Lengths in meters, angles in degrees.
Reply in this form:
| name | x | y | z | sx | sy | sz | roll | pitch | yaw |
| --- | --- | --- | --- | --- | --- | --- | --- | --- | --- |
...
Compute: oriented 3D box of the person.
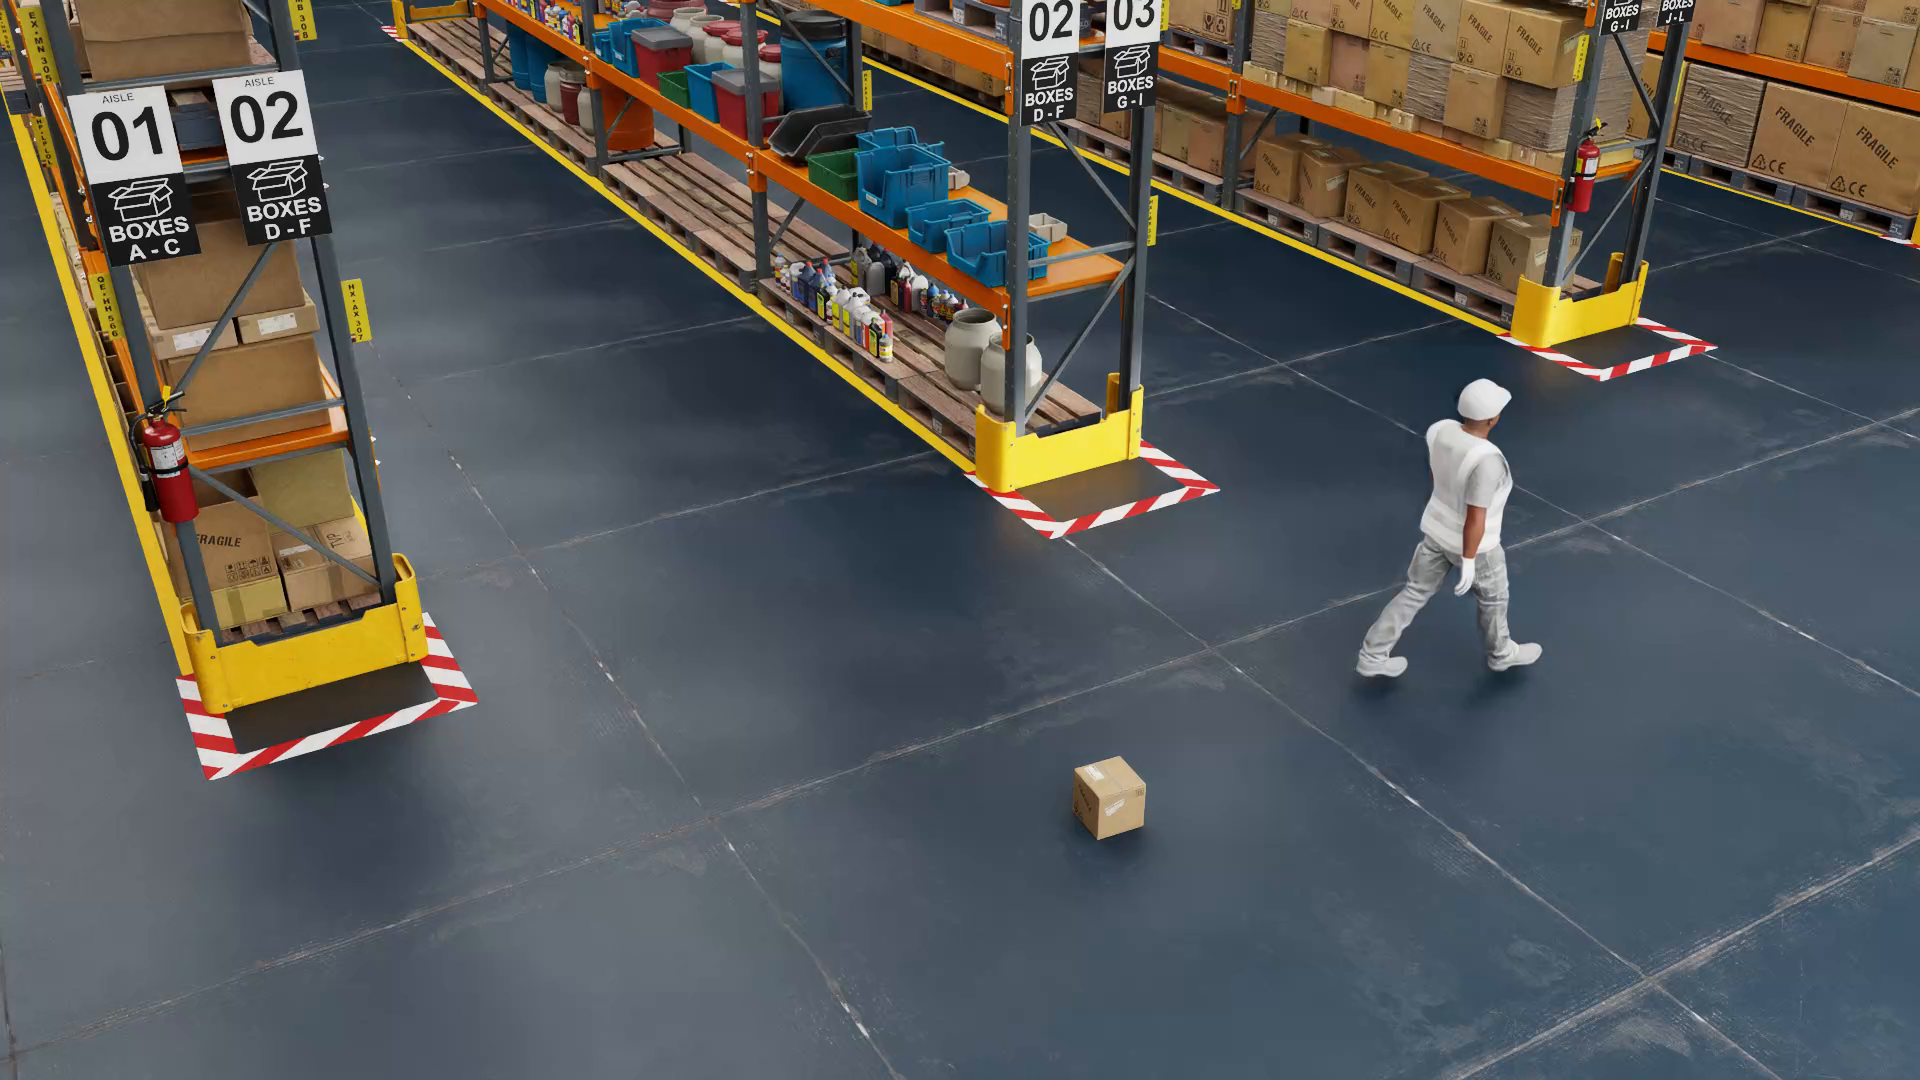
| name | x | y | z | sx | sy | sz | roll | pitch | yaw |
| --- | --- | --- | --- | --- | --- | --- | --- | --- | --- |
| person | 2.639 | -0.053 | 8.642 | 1.052 | 1.740 | 0.607 | -12 | 31 | -21 |
